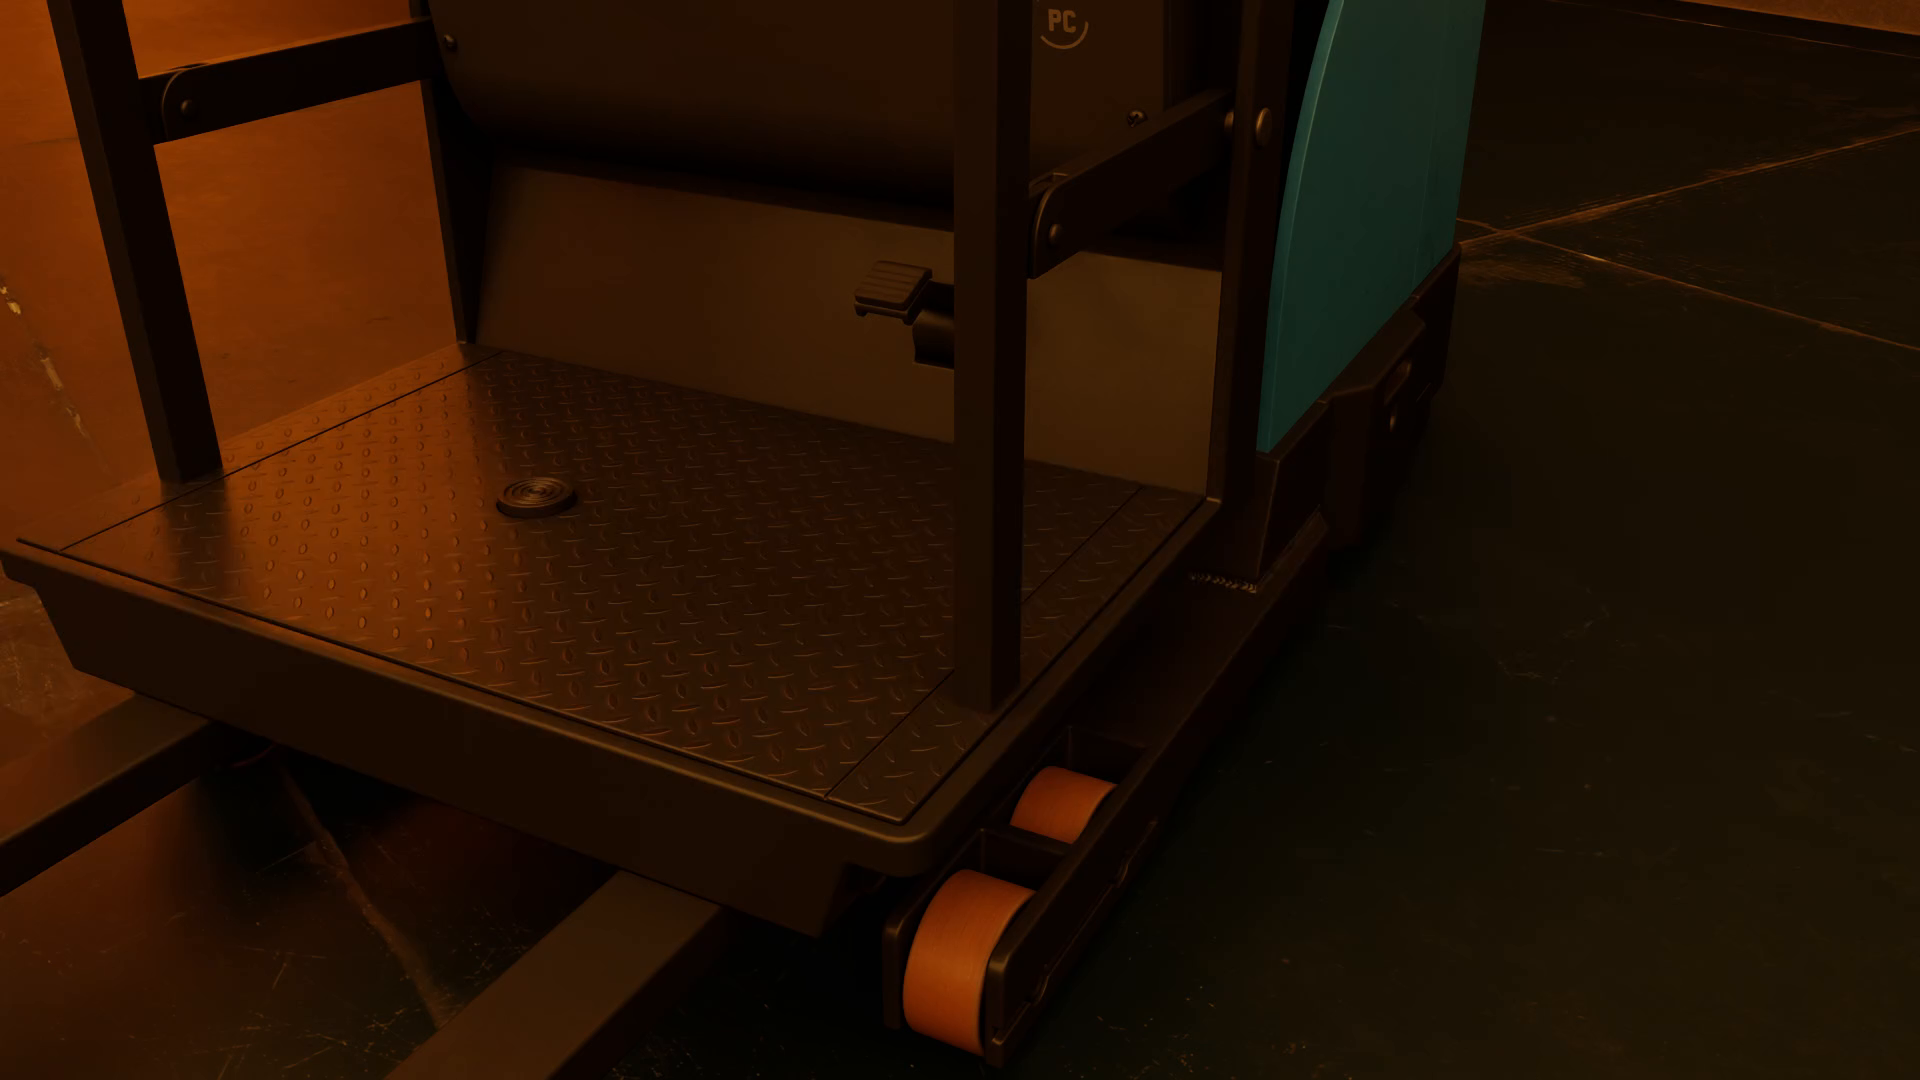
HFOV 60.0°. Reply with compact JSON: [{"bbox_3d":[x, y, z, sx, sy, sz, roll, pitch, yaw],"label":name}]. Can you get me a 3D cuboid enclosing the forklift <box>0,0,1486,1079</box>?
[{"bbox_3d":[-0.291,-1.063,1.350,1.130,2.935,3.031,13,30,25],"label":"forklift"}]
